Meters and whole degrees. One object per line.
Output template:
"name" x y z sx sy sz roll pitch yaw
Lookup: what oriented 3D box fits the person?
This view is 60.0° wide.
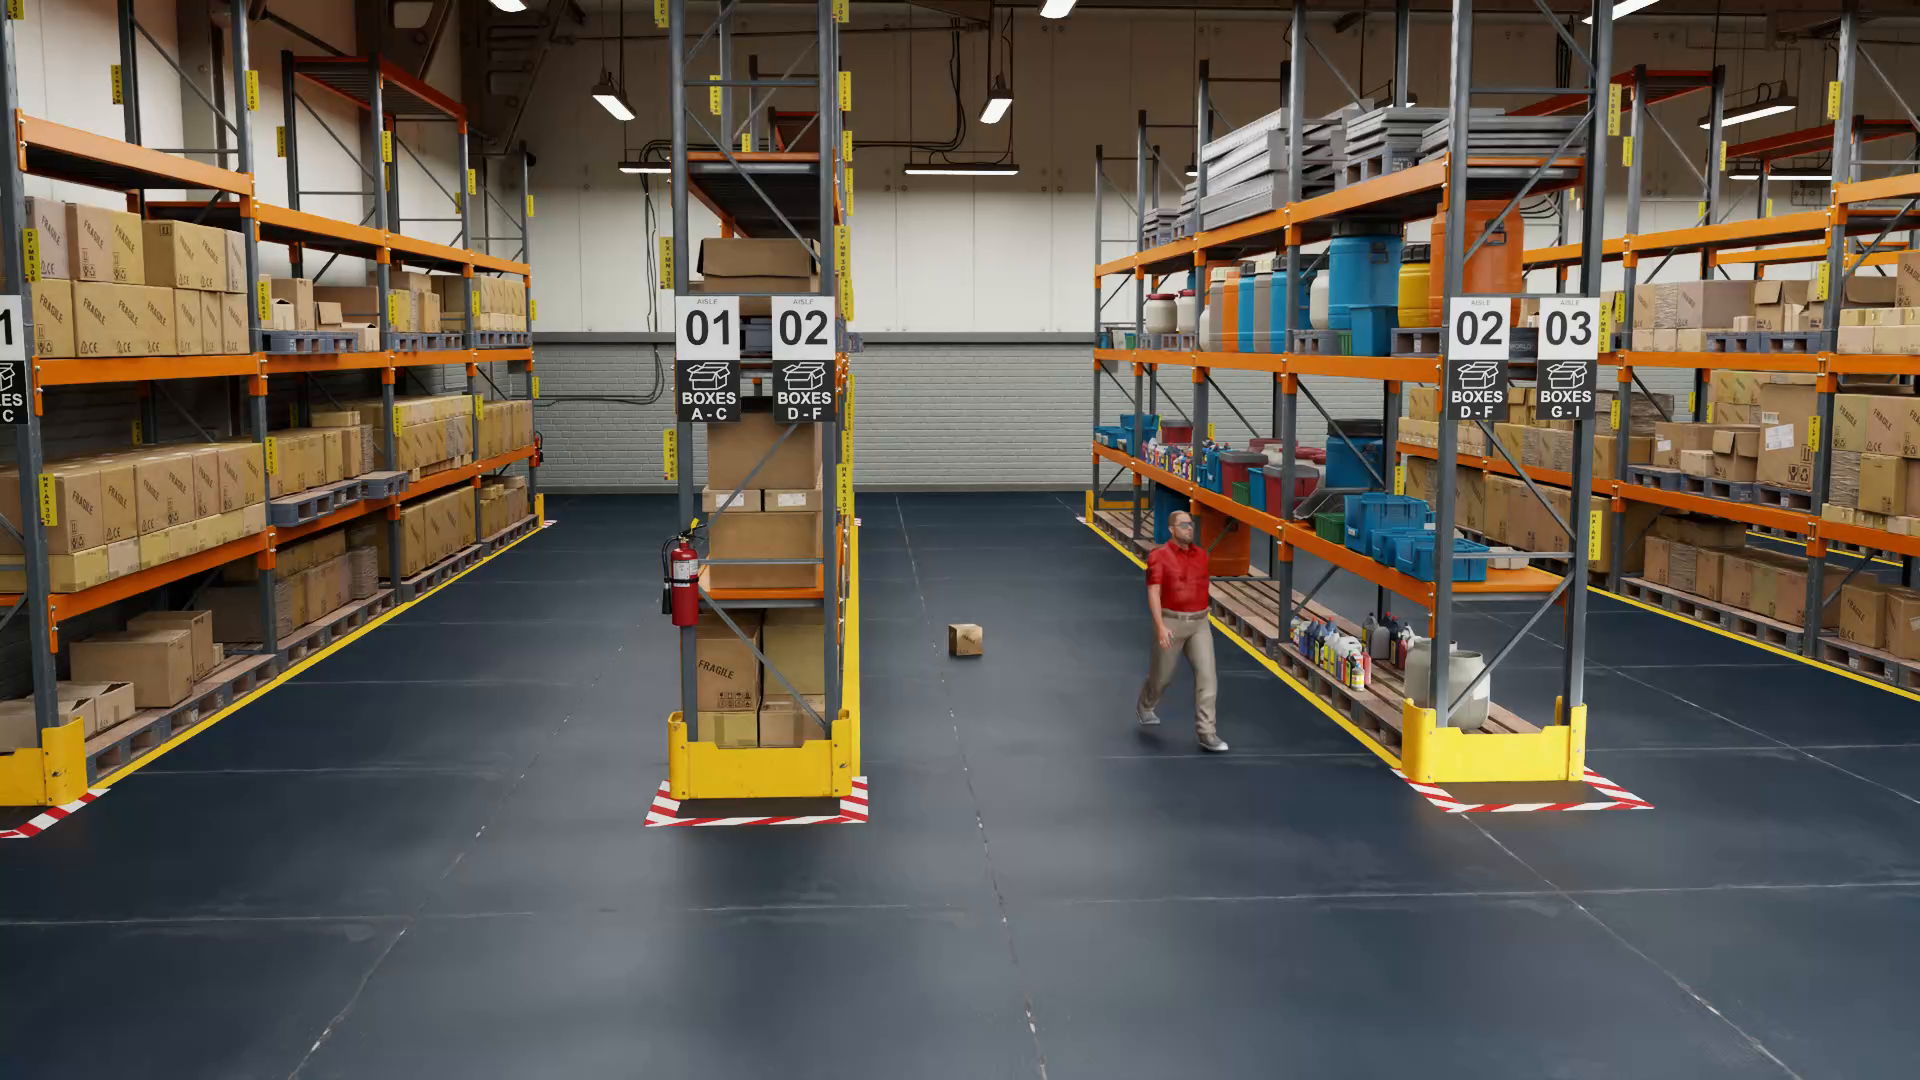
"person" 1.592 0.628 12.052 0.530 1.680 0.997 -2 7 -19
